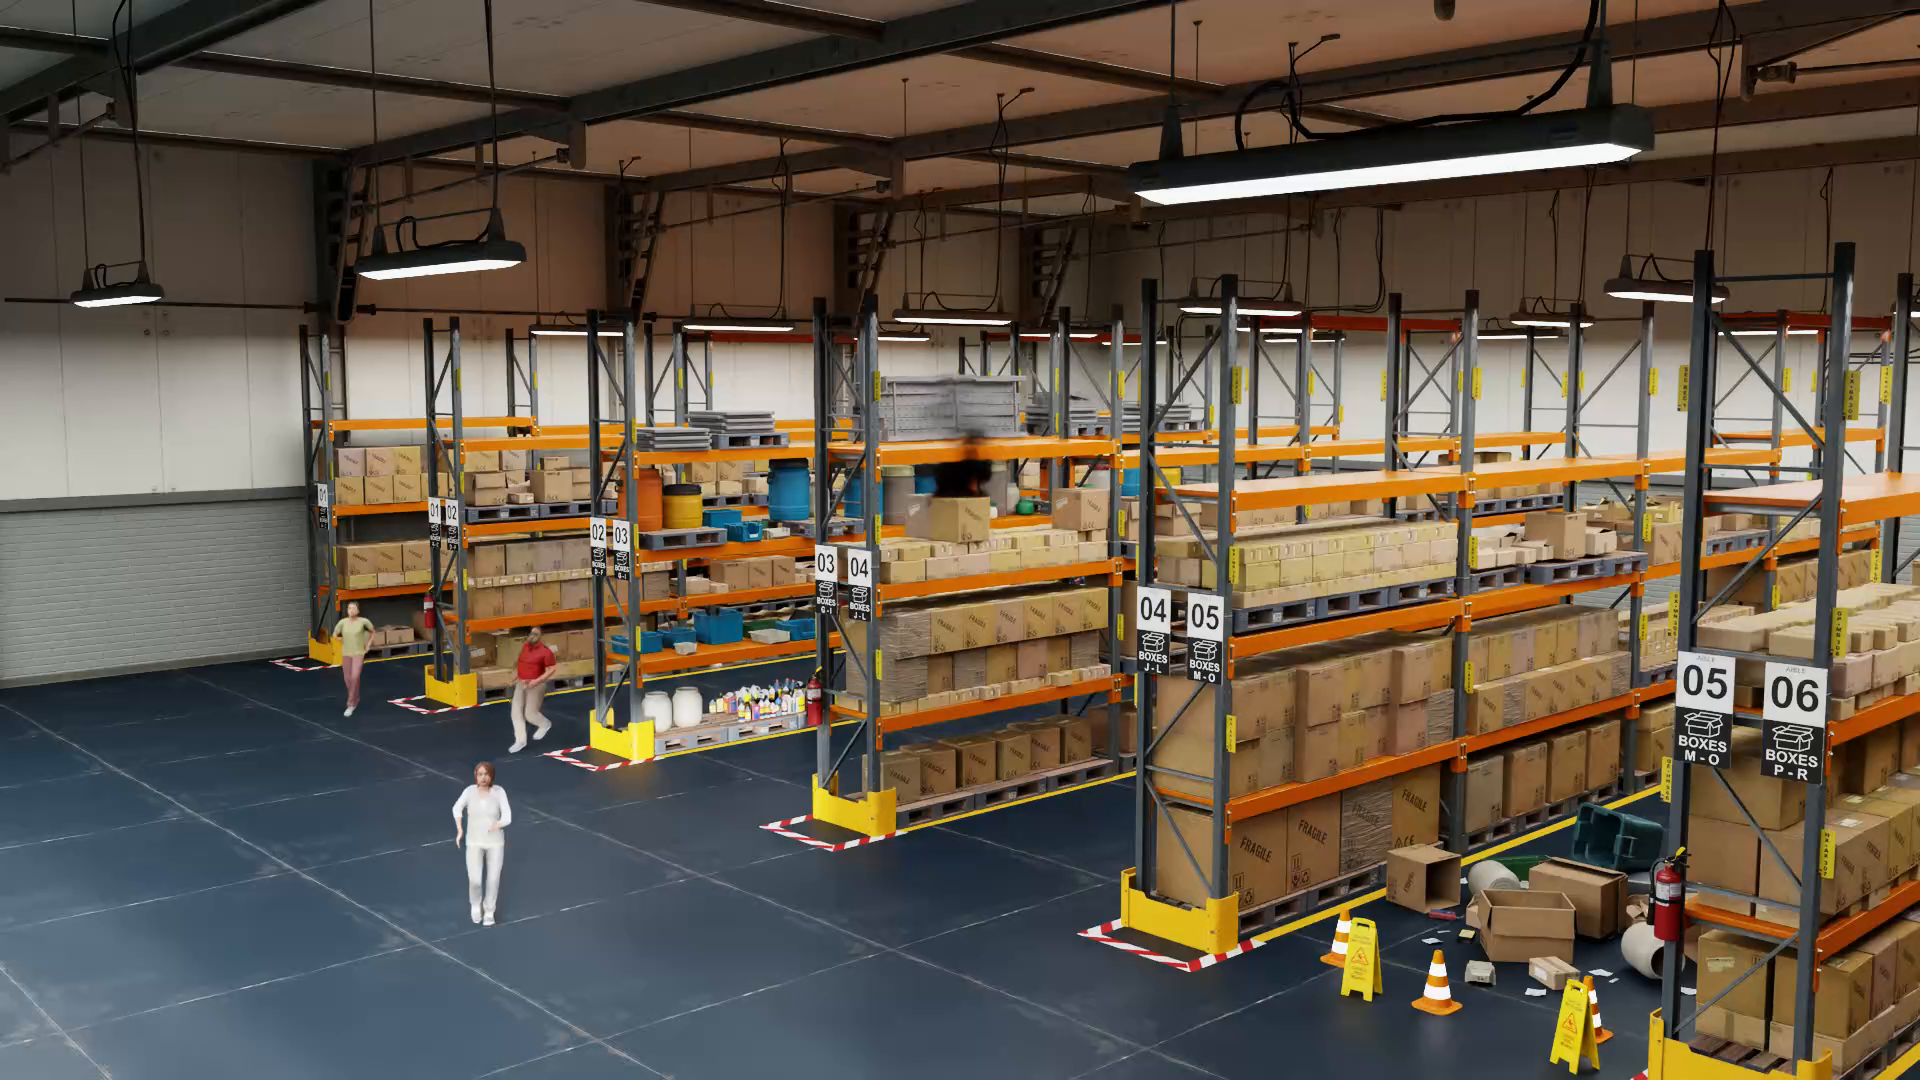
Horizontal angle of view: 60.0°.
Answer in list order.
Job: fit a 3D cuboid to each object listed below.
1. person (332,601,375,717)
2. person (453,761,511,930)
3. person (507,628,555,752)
[{"bbox_3d":[-9.218,1.773,25.194,0.588,1.688,0.853,0,6,-1],"label":"person"},{"bbox_3d":[-4.398,2.819,15.333,0.512,1.570,0.648,-2,6,-17],"label":"person"},{"bbox_3d":[-5.857,2.037,22.829,0.711,1.695,0.684,3,6,24],"label":"person"}]
